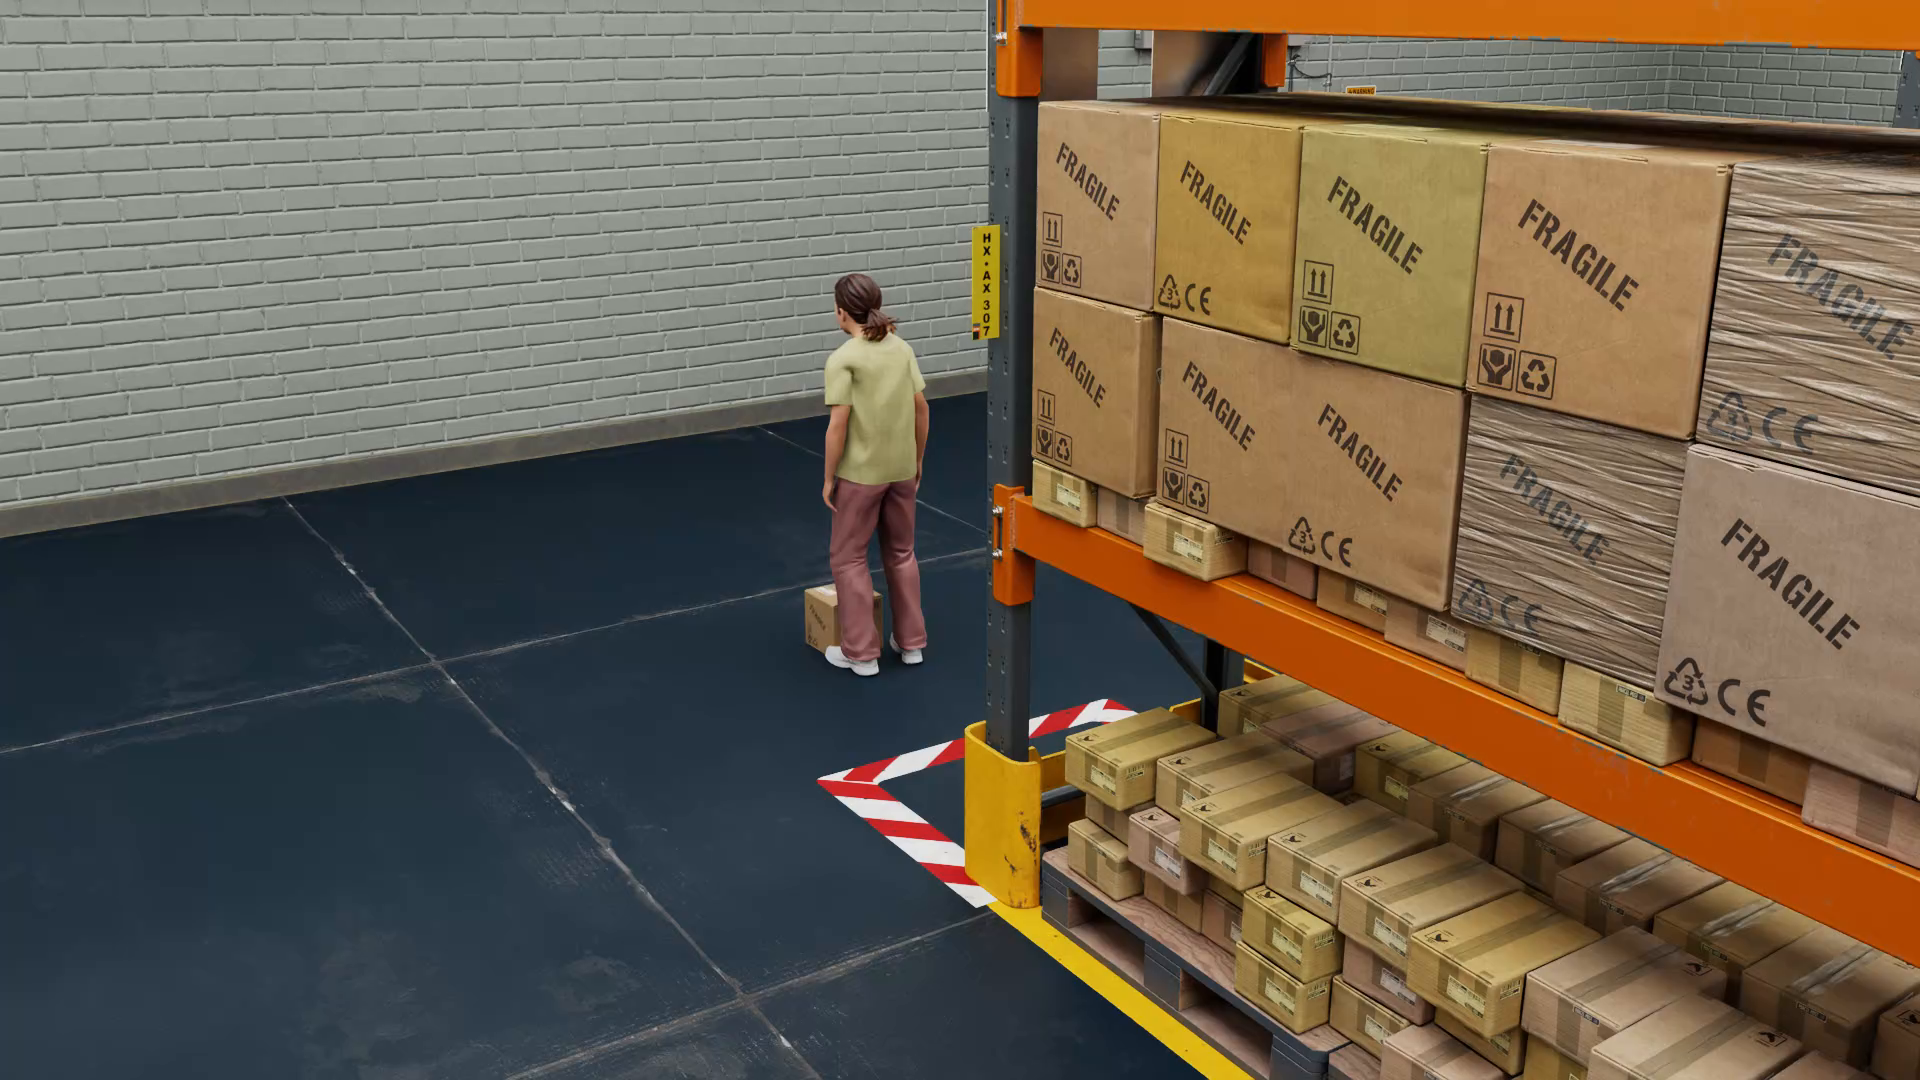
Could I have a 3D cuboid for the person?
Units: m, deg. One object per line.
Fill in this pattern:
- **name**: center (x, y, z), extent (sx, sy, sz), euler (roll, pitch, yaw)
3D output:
- **person**: center (-0.365, -0.265, 6.867), extent (0.503, 1.671, 0.364), euler (-13, 22, -34)
